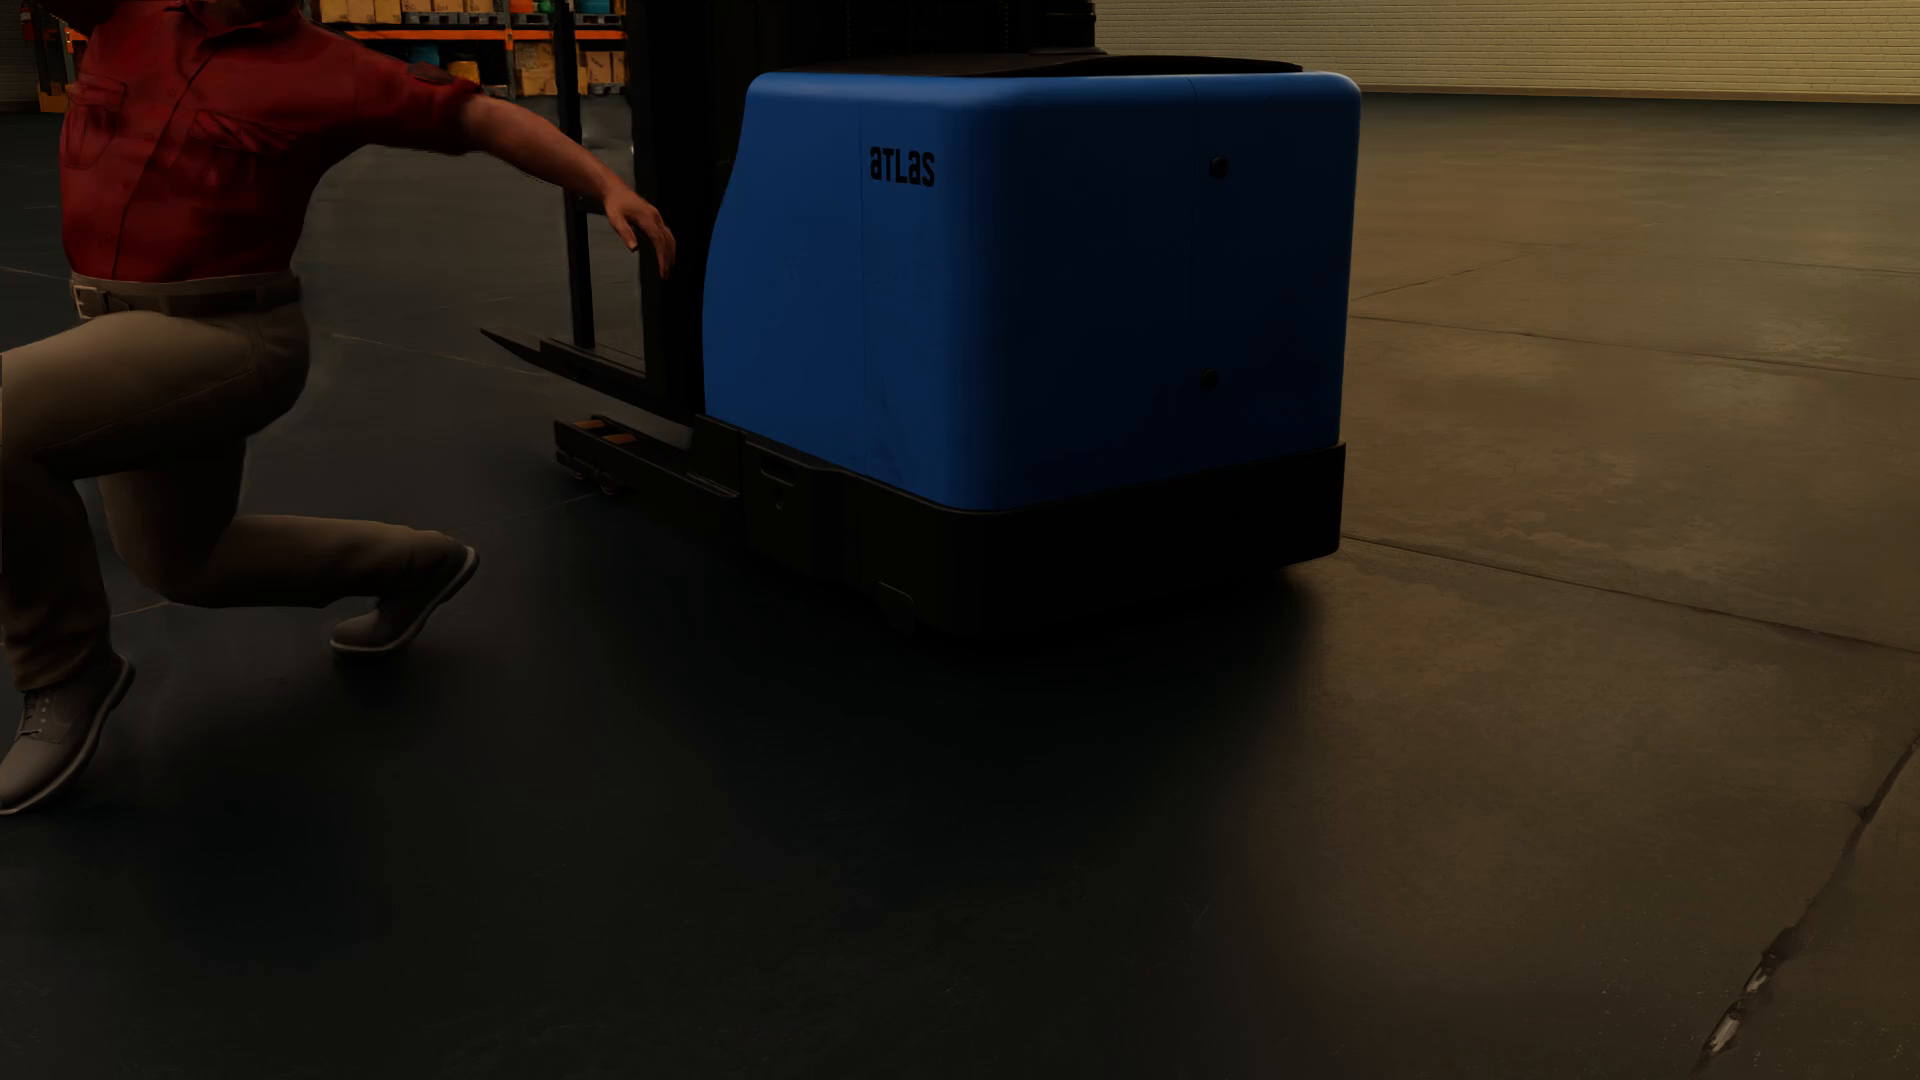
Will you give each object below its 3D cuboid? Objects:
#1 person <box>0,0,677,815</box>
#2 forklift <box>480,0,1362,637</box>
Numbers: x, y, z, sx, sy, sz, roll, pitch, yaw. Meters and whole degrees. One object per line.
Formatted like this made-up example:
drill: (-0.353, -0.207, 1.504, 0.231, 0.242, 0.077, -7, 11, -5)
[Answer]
person: (-1.068, -0.344, 2.643, 0.977, 1.444, 0.956, 10, 20, 30)
forklift: (-0.431, -1.587, 4.123, 1.130, 2.935, 3.031, -12, 20, -34)
